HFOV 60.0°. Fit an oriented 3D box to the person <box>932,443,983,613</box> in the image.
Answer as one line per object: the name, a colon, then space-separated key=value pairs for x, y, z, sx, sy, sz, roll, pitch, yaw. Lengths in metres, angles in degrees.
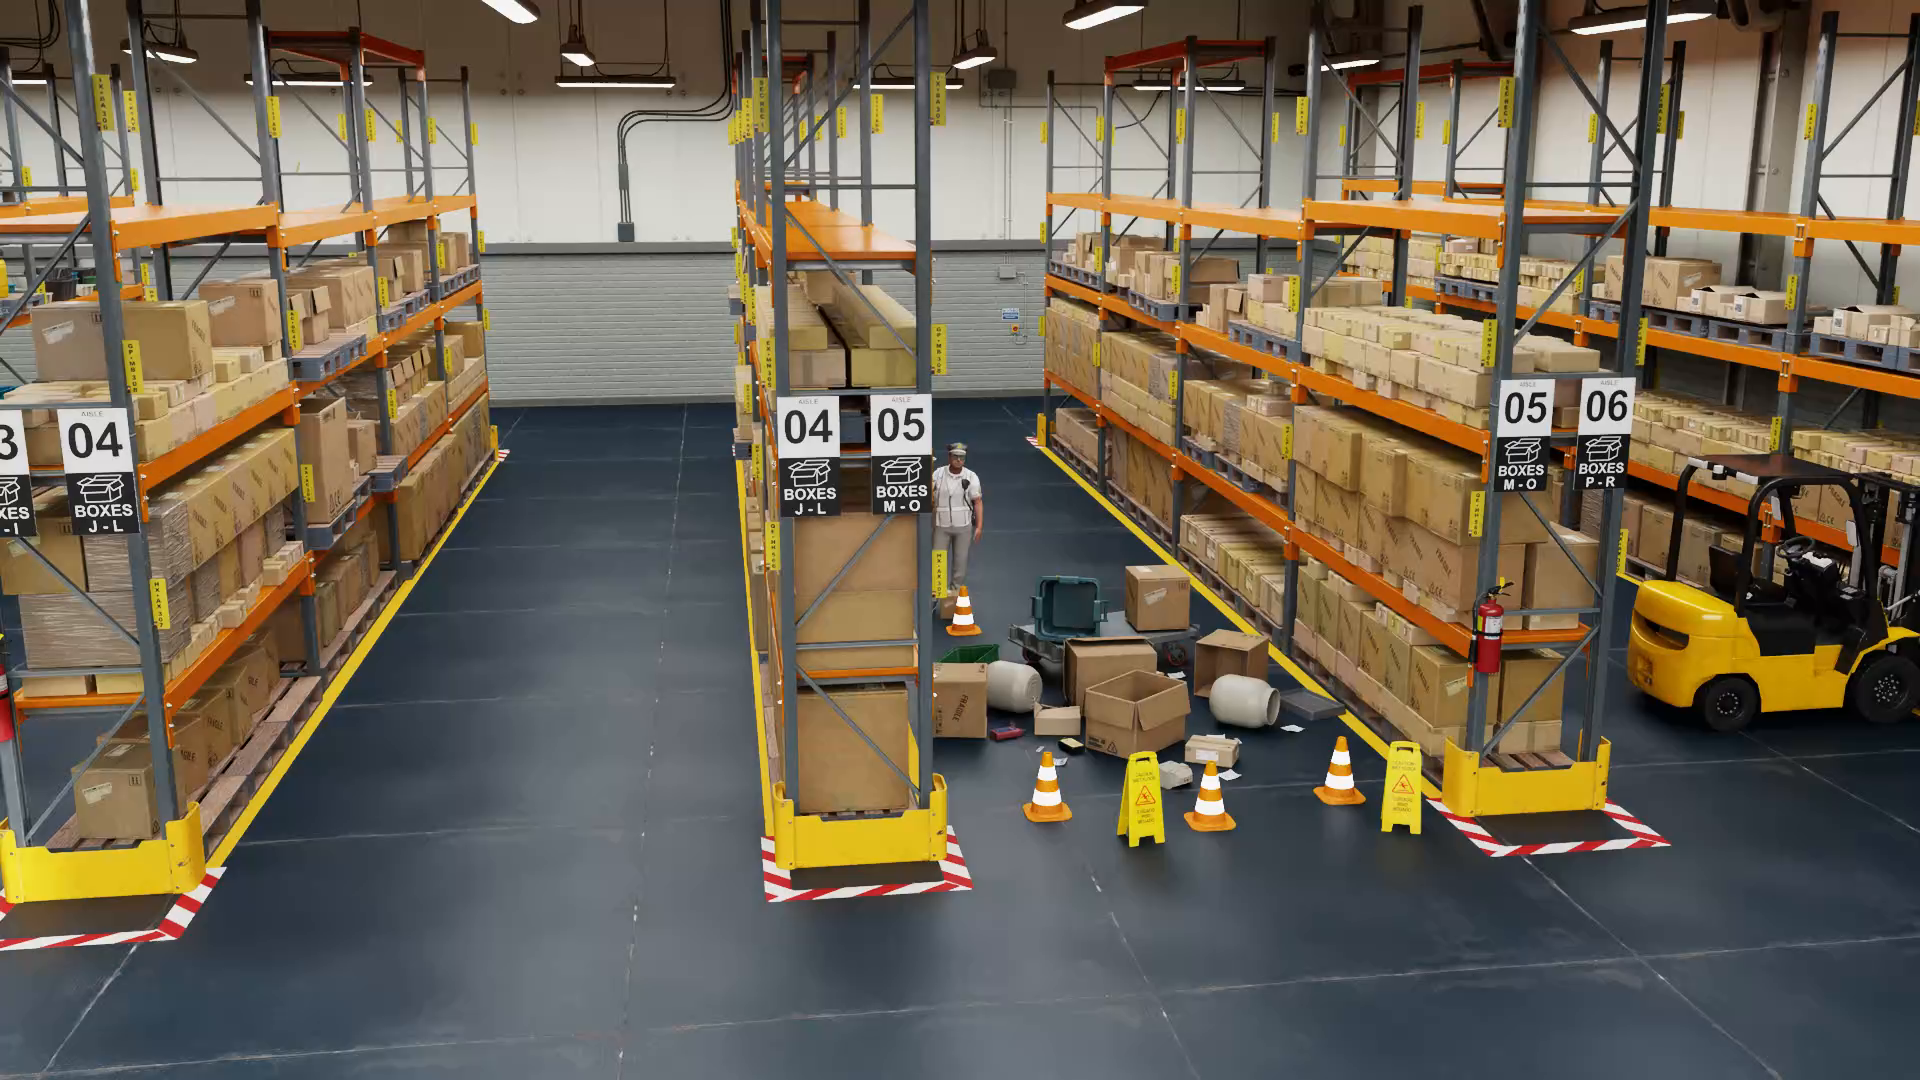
person: x=-0.087 y=-0.128 z=17.418 sx=0.640 sy=1.777 sz=0.574 roll=1 pitch=13 yaw=4
